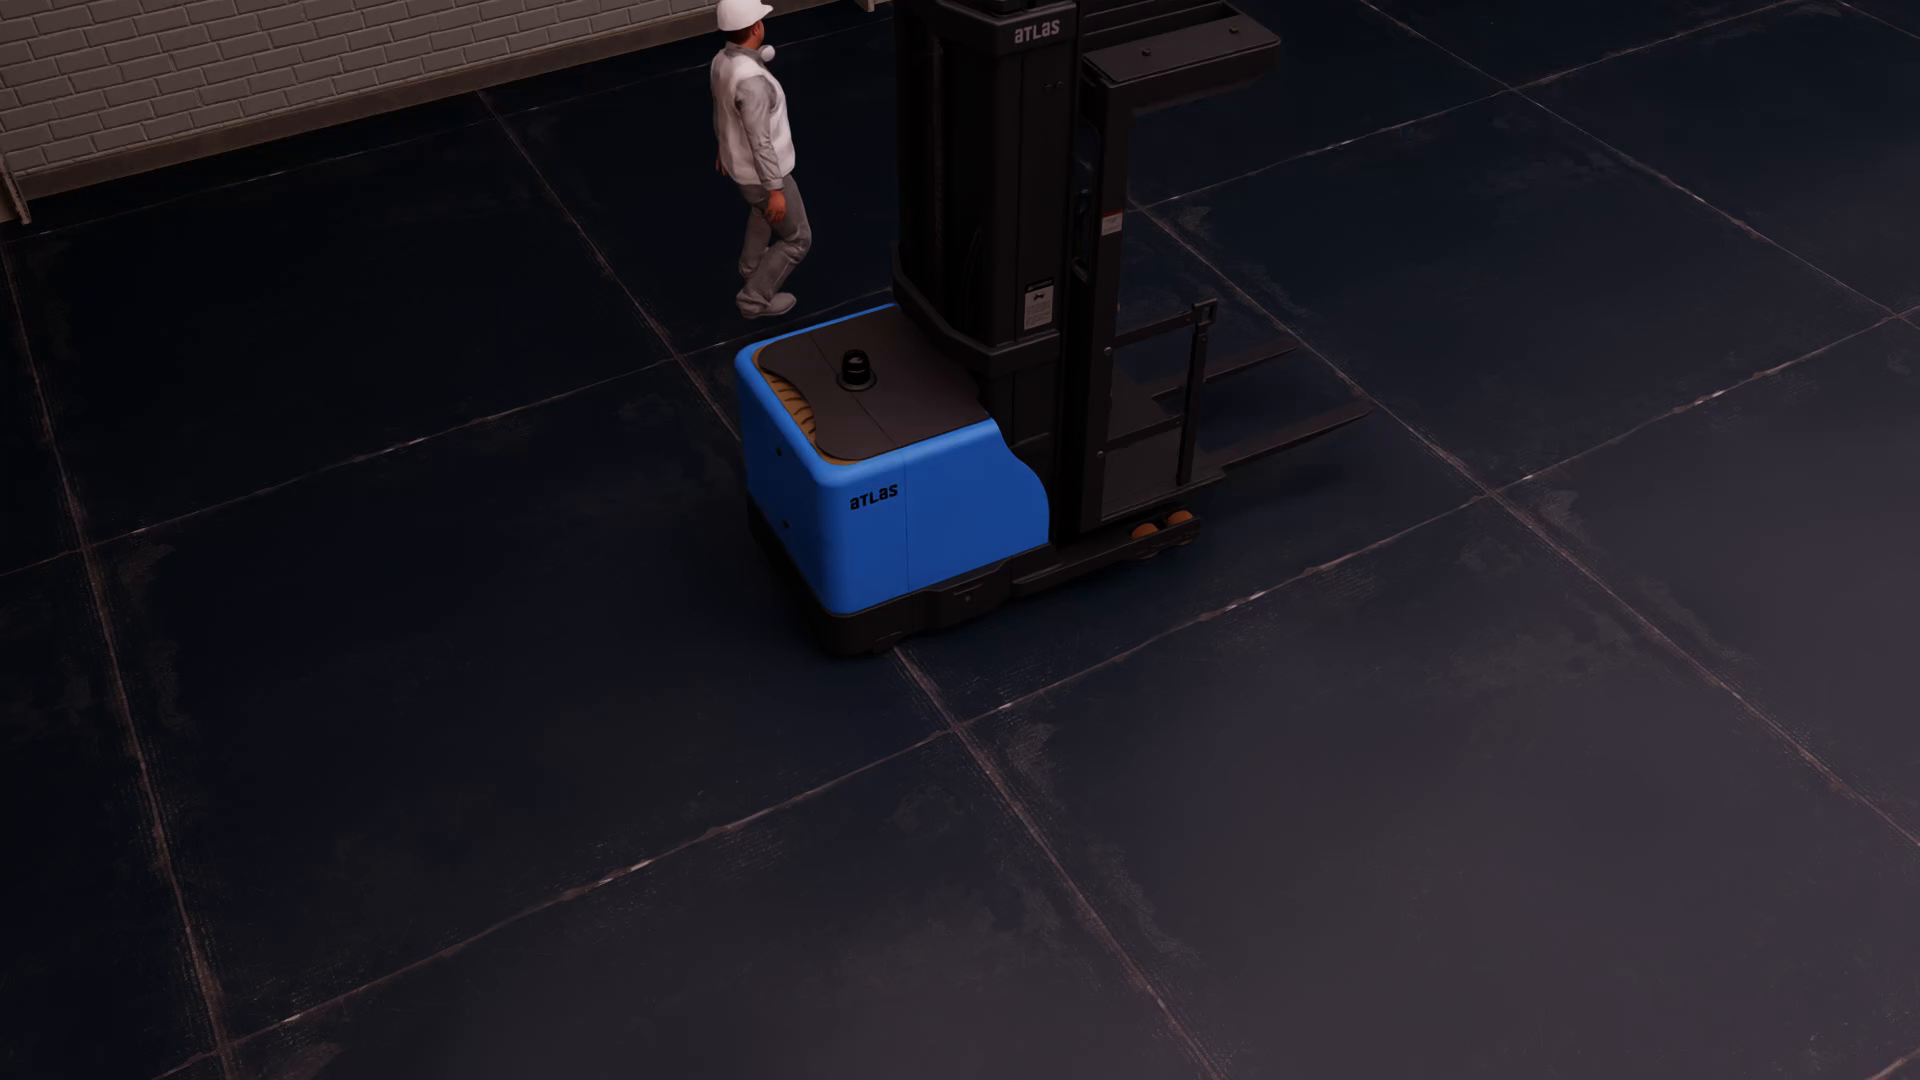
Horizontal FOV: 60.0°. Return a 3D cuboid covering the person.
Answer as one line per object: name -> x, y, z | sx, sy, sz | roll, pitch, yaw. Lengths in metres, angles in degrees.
person -> -1.024, -1.902, 8.350 | 0.432, 1.720, 0.852 | -16, 45, -17

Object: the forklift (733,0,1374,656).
forklift -> 0.556, -1.287, 7.085 | 3.031, 2.935, 1.130 | -20, 46, -20
